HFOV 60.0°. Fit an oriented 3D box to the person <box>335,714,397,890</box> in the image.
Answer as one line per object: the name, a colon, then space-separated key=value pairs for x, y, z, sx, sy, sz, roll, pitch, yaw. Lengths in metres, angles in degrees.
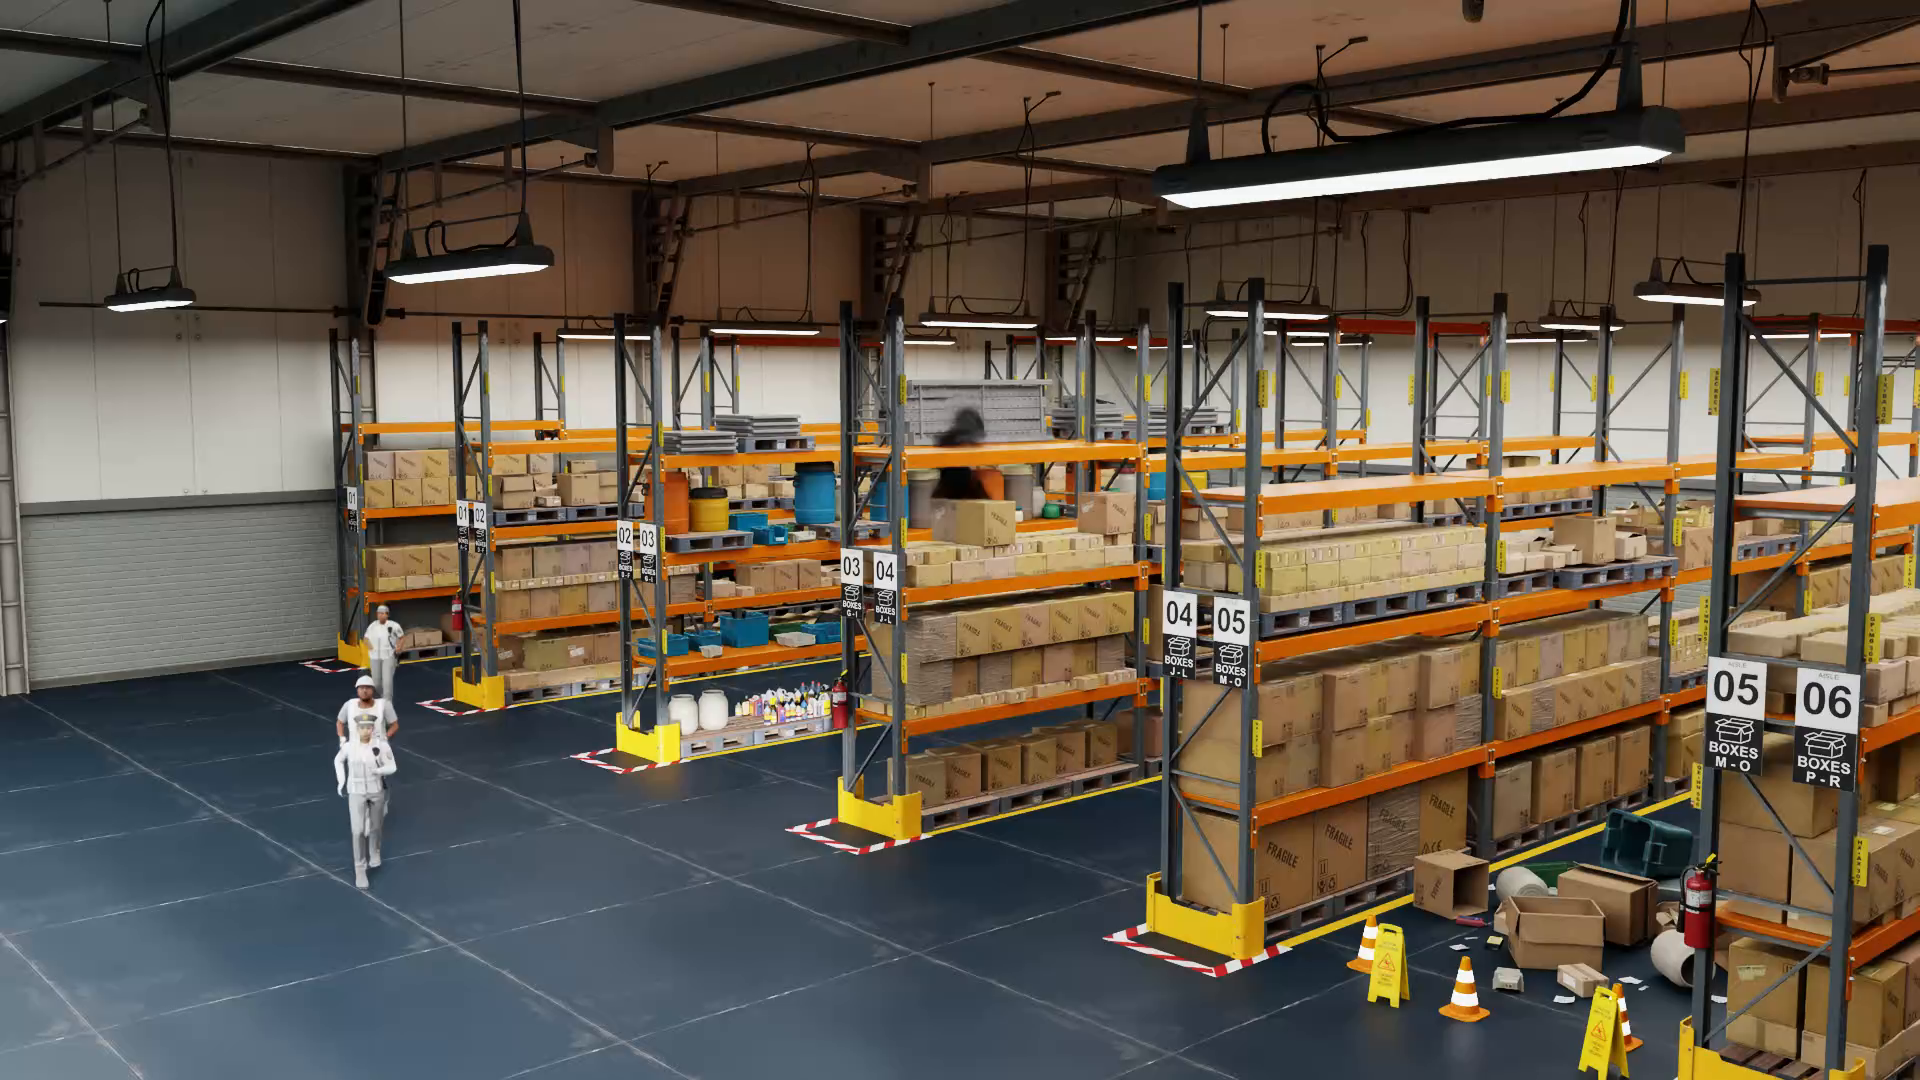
person: x=-6.093 y=2.628 z=17.083 sx=0.587 sy=1.741 sz=0.808 roll=-2 pitch=6 yaw=-22

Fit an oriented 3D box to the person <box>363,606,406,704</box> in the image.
person: x=-8.840 y=1.837 z=25.509 sx=0.608 sy=1.684 sz=0.761 roll=0 pitch=6 yaw=0

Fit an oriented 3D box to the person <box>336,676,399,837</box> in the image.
person: x=-6.741 y=2.417 z=18.930 sx=0.687 sy=1.772 sz=0.797 roll=-1 pitch=6 yaw=-13
